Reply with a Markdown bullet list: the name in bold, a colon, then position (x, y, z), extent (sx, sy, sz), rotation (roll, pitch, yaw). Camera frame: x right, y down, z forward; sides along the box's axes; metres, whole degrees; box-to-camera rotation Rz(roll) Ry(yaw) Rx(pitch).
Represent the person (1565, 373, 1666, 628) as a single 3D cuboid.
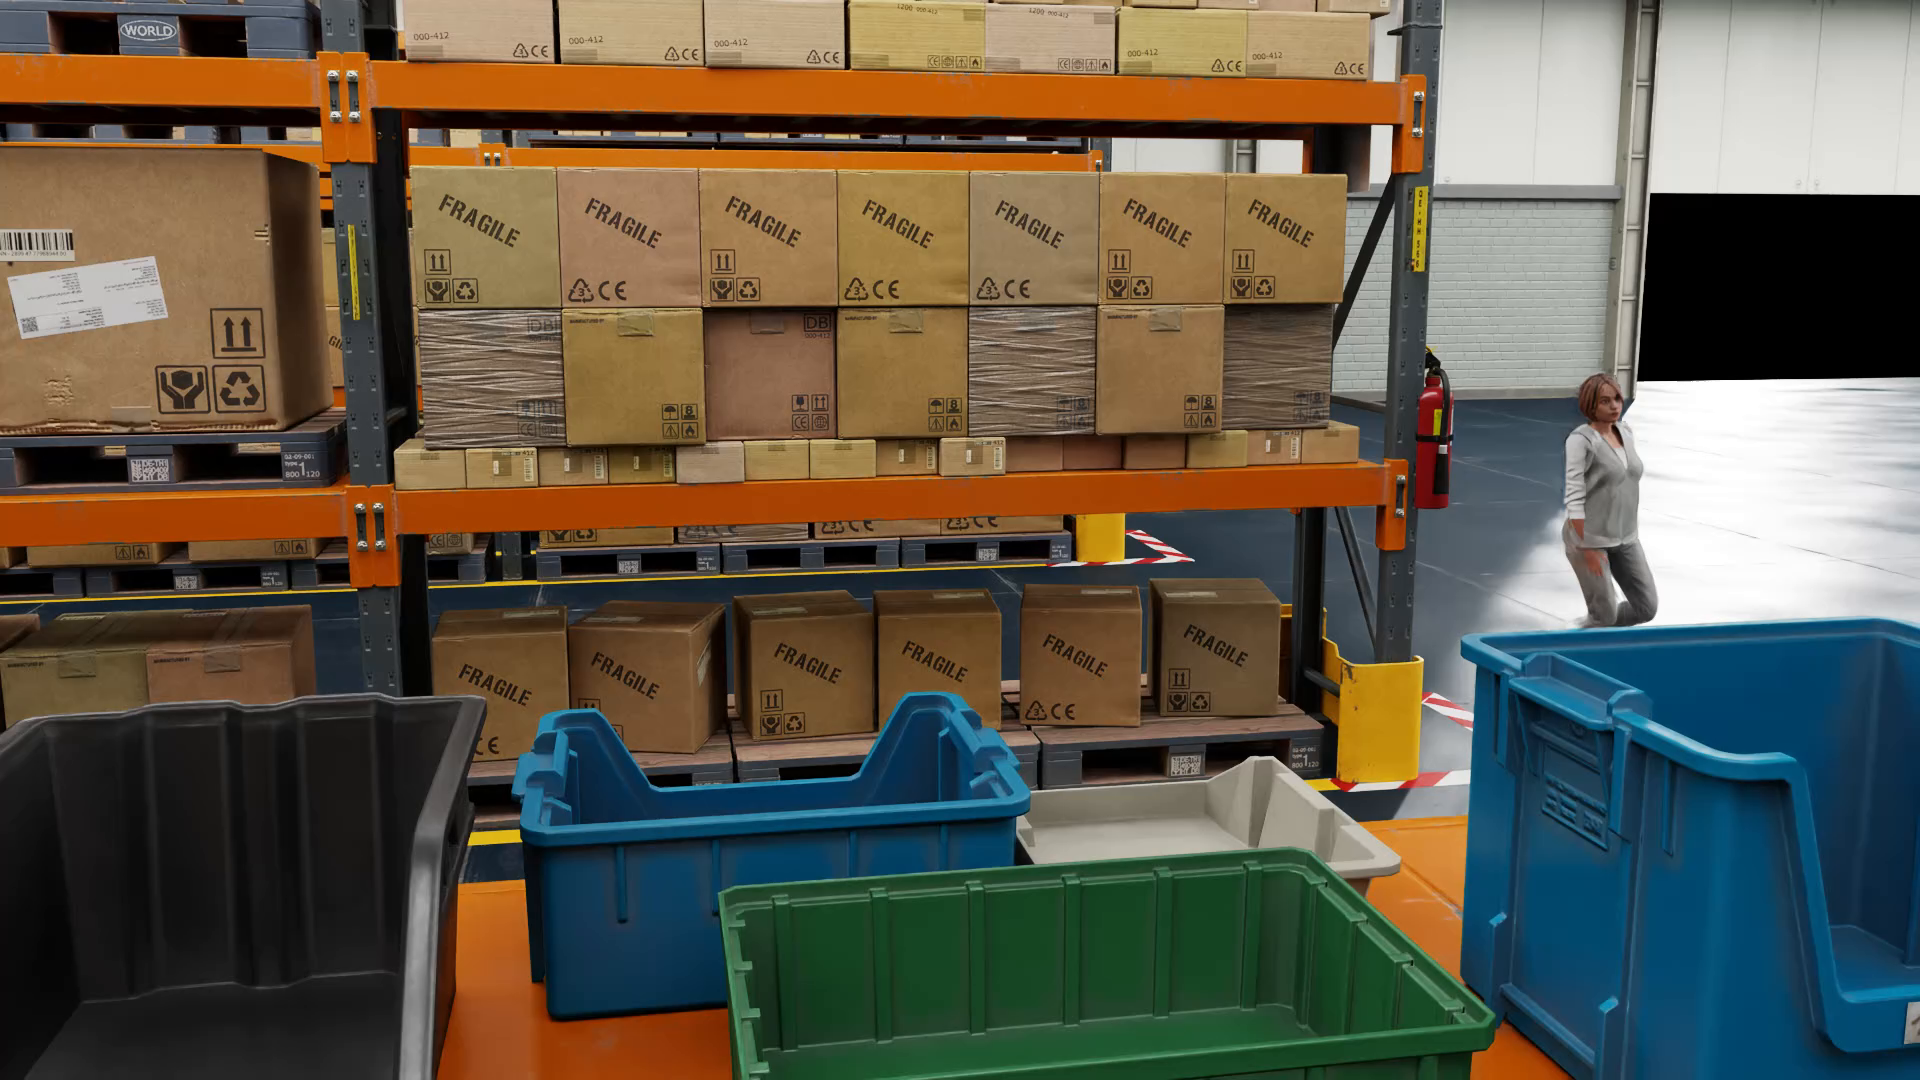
- **person**: position (2.988, 0.026, 7.692), extent (0.469, 1.569, 0.445), rotation (-4, 11, -24)
